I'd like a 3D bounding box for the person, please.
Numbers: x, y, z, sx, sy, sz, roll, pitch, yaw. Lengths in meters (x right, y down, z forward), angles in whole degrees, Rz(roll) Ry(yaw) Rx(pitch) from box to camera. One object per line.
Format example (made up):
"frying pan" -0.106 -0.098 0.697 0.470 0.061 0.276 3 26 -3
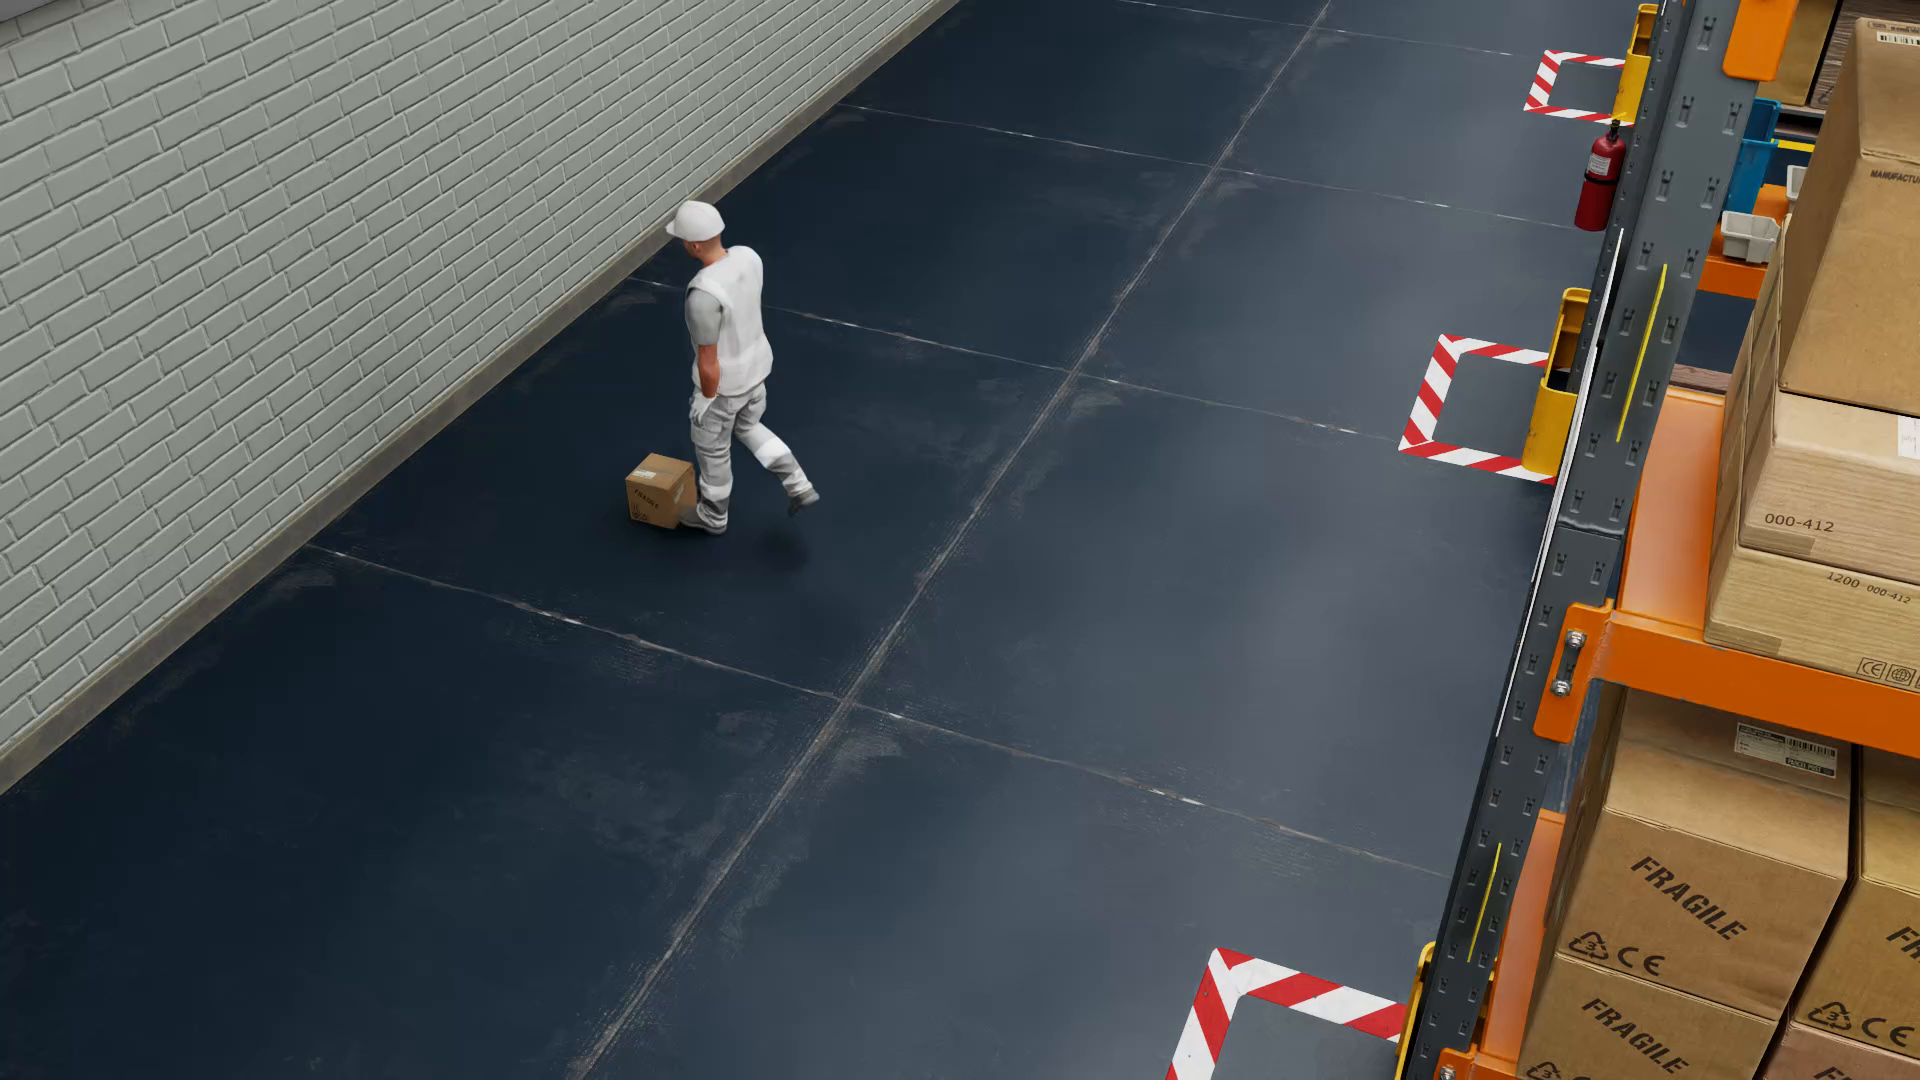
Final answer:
"person" -1.063 -0.757 7.789 0.770 1.779 0.537 19 41 23
